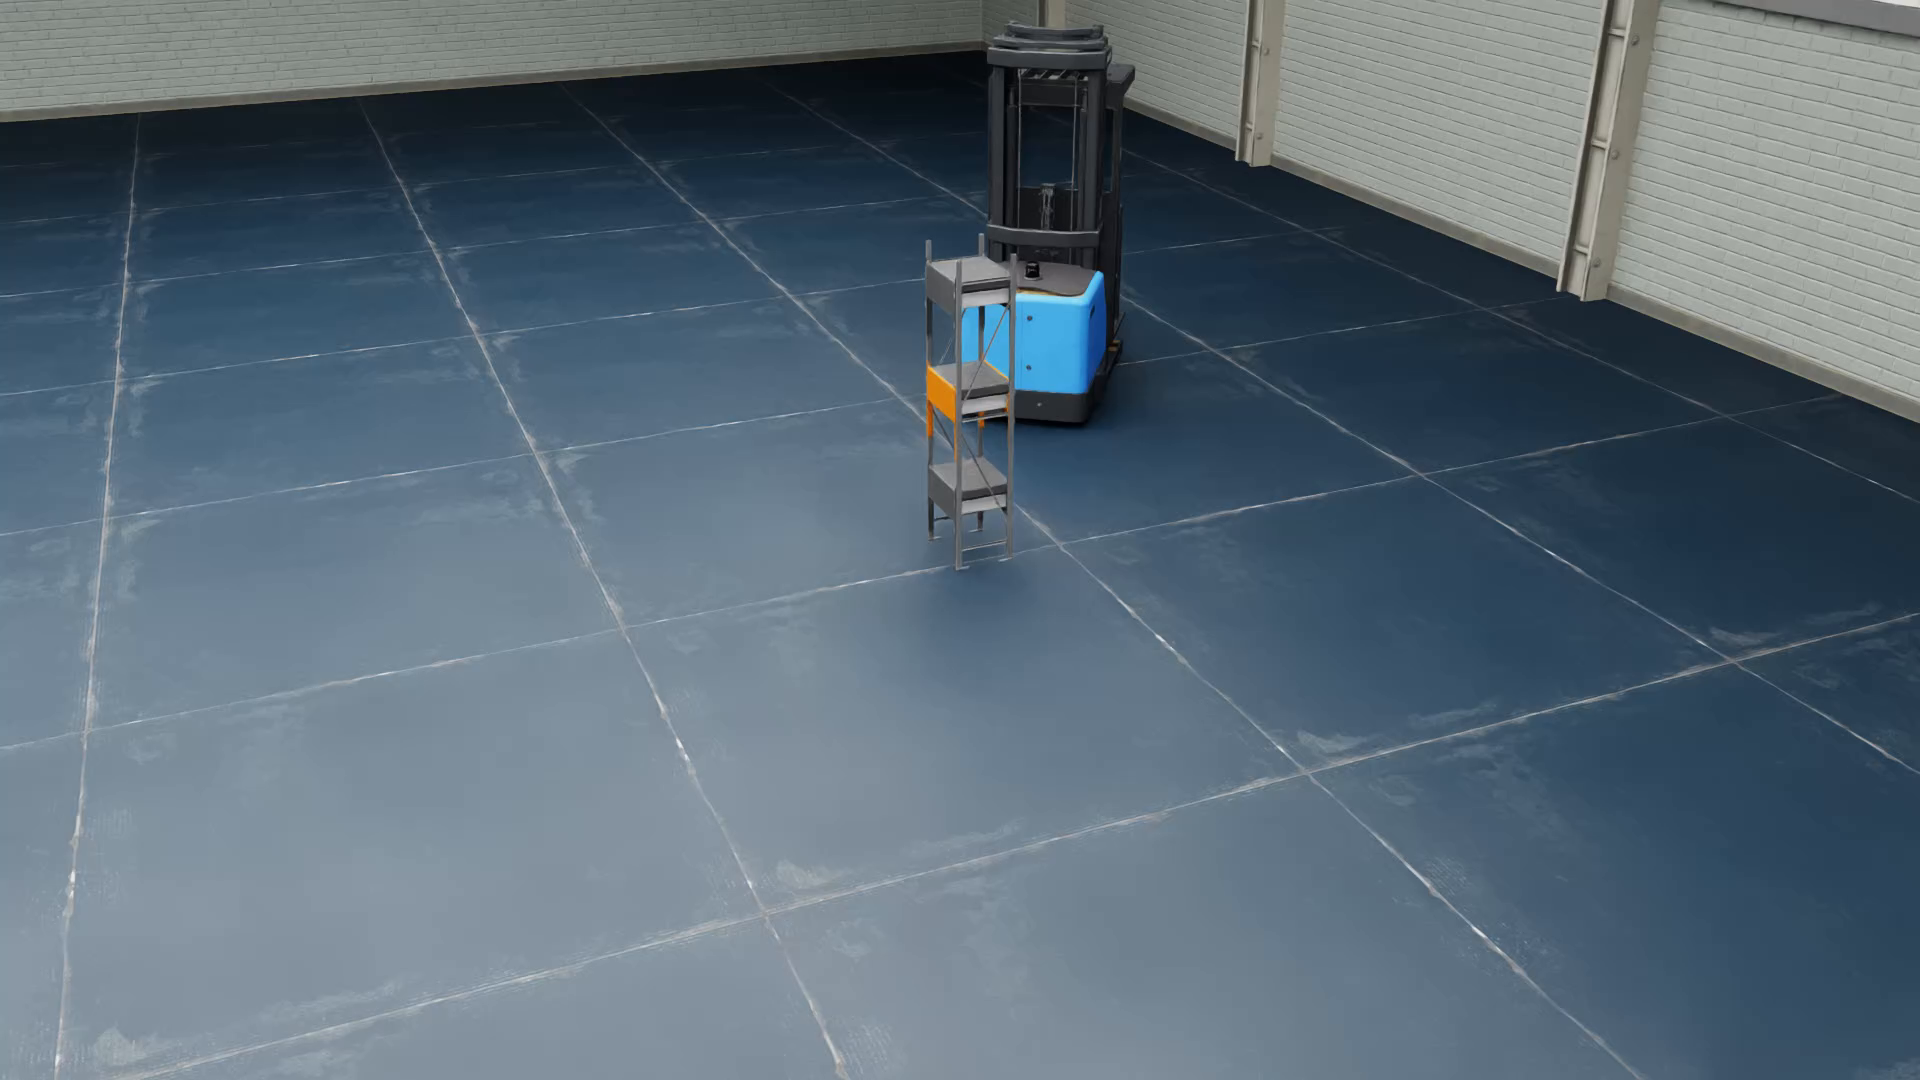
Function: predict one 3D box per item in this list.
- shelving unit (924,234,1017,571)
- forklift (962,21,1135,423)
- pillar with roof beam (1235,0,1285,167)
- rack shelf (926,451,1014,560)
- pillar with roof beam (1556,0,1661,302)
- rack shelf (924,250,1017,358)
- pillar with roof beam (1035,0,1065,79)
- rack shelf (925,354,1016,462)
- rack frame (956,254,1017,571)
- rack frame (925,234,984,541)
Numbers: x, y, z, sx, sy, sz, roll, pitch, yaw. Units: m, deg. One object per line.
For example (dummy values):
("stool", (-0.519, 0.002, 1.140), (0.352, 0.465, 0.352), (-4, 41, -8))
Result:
("shelving unit", (0.065, -0.877, 10.799), (0.431, 2.100, 0.503), (-11, 28, -21))
("forklift", (0.825, -2.868, 13.930), (1.130, 2.935, 3.031), (6, 27, 12))
("pillar with roof beam", (-0.202, -8.141, 17.813), (9.100, 9.000, 0.400), (-11, 28, -21))
("rack shelf", (0.065, -0.235, 11.112), (0.431, 0.518, 0.480), (-11, 28, -21))
("pillar with roof beam", (2.148, -5.719, 12.852), (9.100, 9.000, 0.400), (-11, 28, -21))
("rack shelf", (0.065, -1.493, 10.497), (0.431, 0.518, 0.480), (-11, 28, -21))
("pillar with roof beam", (-2.551, -10.563, 22.774), (9.100, 9.000, 0.400), (-11, 28, -21))
("rack shelf", (0.065, -0.864, 10.805), (0.431, 0.518, 0.480), (-11, 28, -21))
("rack frame", (0.160, -0.778, 10.597), (0.400, 2.100, 0.015), (-11, 28, -21))
("rack frame", (-0.031, -0.975, 11.000), (0.400, 2.100, 0.015), (-11, 28, -21))
